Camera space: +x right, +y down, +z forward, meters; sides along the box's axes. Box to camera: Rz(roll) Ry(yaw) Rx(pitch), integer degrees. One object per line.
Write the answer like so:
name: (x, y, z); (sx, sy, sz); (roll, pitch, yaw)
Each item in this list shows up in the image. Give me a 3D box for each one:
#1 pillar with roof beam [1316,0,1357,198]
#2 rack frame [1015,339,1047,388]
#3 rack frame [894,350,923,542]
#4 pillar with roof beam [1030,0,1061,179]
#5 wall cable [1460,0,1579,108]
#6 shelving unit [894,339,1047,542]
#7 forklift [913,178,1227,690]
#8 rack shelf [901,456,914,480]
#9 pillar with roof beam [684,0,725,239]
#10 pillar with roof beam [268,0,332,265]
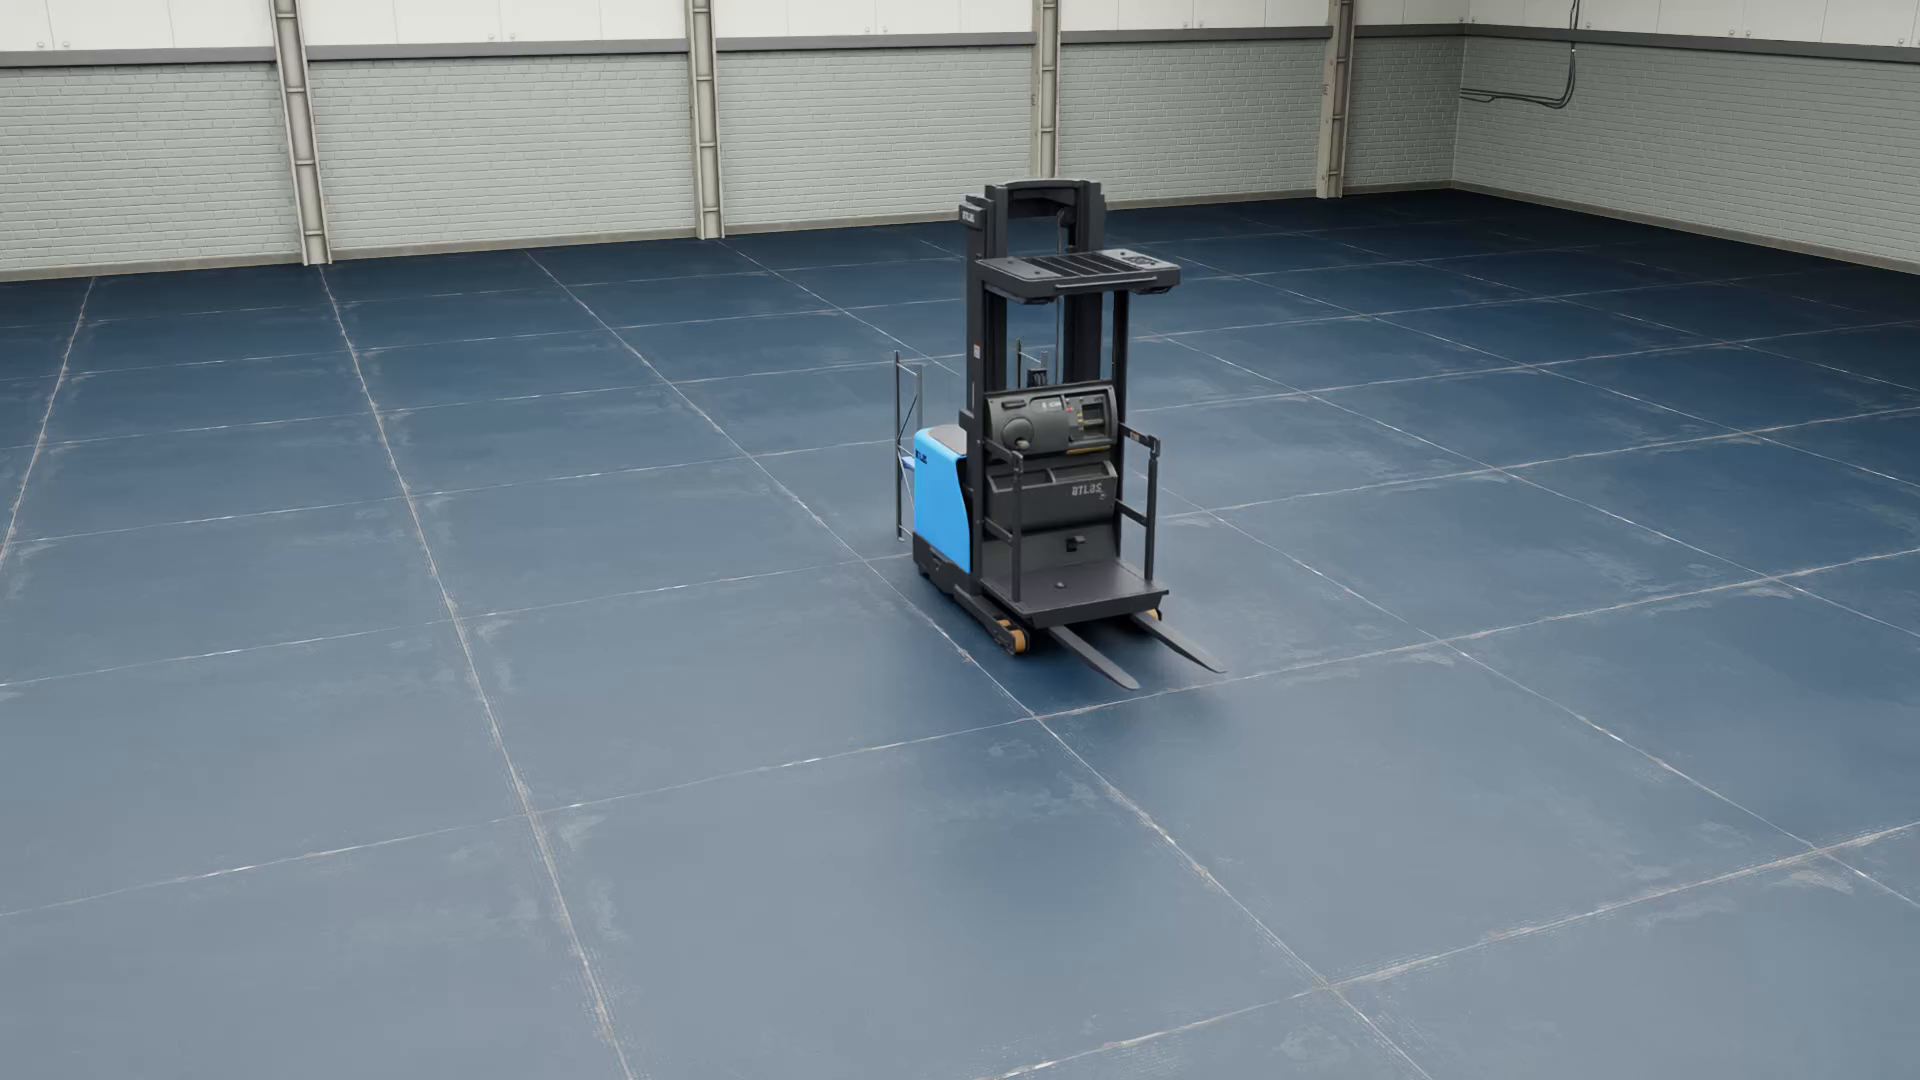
pillar with roof beam: (8.678, -9.422, 26.232); (0.400, 9.000, 9.100); (-8, 21, -22)
rack frame: (0.545, -0.786, 12.995); (0.032, 1.500, 0.500); (-8, 21, -22)
rack frame: (-0.388, -0.652, 12.615); (0.032, 1.500, 0.500); (-8, 21, -22)
pillar with roof beam: (3.169, -8.633, 23.990); (0.400, 9.000, 9.100); (-8, 21, -22)
wall cable: (10.201, -9.255, 30.432); (0.112, 2.526, 3.097); (-8, 21, -22)
shelving unit: (0.078, -0.719, 12.805); (1.048, 1.500, 0.538); (-8, 21, -22)
forklift: (0.708, -0.792, 10.858); (1.130, 2.935, 3.031); (-8, 21, -22)
rack shelf: (0.078, -0.549, 12.865); (1.000, 0.185, 0.538); (-8, 21, -22)
pillar with roof beam: (-2.341, -7.843, 21.749); (0.400, 9.000, 9.100); (-8, 21, -22)
pillar with roof beam: (-7.850, -7.054, 19.507); (0.400, 9.000, 9.100); (-8, 21, -22)
